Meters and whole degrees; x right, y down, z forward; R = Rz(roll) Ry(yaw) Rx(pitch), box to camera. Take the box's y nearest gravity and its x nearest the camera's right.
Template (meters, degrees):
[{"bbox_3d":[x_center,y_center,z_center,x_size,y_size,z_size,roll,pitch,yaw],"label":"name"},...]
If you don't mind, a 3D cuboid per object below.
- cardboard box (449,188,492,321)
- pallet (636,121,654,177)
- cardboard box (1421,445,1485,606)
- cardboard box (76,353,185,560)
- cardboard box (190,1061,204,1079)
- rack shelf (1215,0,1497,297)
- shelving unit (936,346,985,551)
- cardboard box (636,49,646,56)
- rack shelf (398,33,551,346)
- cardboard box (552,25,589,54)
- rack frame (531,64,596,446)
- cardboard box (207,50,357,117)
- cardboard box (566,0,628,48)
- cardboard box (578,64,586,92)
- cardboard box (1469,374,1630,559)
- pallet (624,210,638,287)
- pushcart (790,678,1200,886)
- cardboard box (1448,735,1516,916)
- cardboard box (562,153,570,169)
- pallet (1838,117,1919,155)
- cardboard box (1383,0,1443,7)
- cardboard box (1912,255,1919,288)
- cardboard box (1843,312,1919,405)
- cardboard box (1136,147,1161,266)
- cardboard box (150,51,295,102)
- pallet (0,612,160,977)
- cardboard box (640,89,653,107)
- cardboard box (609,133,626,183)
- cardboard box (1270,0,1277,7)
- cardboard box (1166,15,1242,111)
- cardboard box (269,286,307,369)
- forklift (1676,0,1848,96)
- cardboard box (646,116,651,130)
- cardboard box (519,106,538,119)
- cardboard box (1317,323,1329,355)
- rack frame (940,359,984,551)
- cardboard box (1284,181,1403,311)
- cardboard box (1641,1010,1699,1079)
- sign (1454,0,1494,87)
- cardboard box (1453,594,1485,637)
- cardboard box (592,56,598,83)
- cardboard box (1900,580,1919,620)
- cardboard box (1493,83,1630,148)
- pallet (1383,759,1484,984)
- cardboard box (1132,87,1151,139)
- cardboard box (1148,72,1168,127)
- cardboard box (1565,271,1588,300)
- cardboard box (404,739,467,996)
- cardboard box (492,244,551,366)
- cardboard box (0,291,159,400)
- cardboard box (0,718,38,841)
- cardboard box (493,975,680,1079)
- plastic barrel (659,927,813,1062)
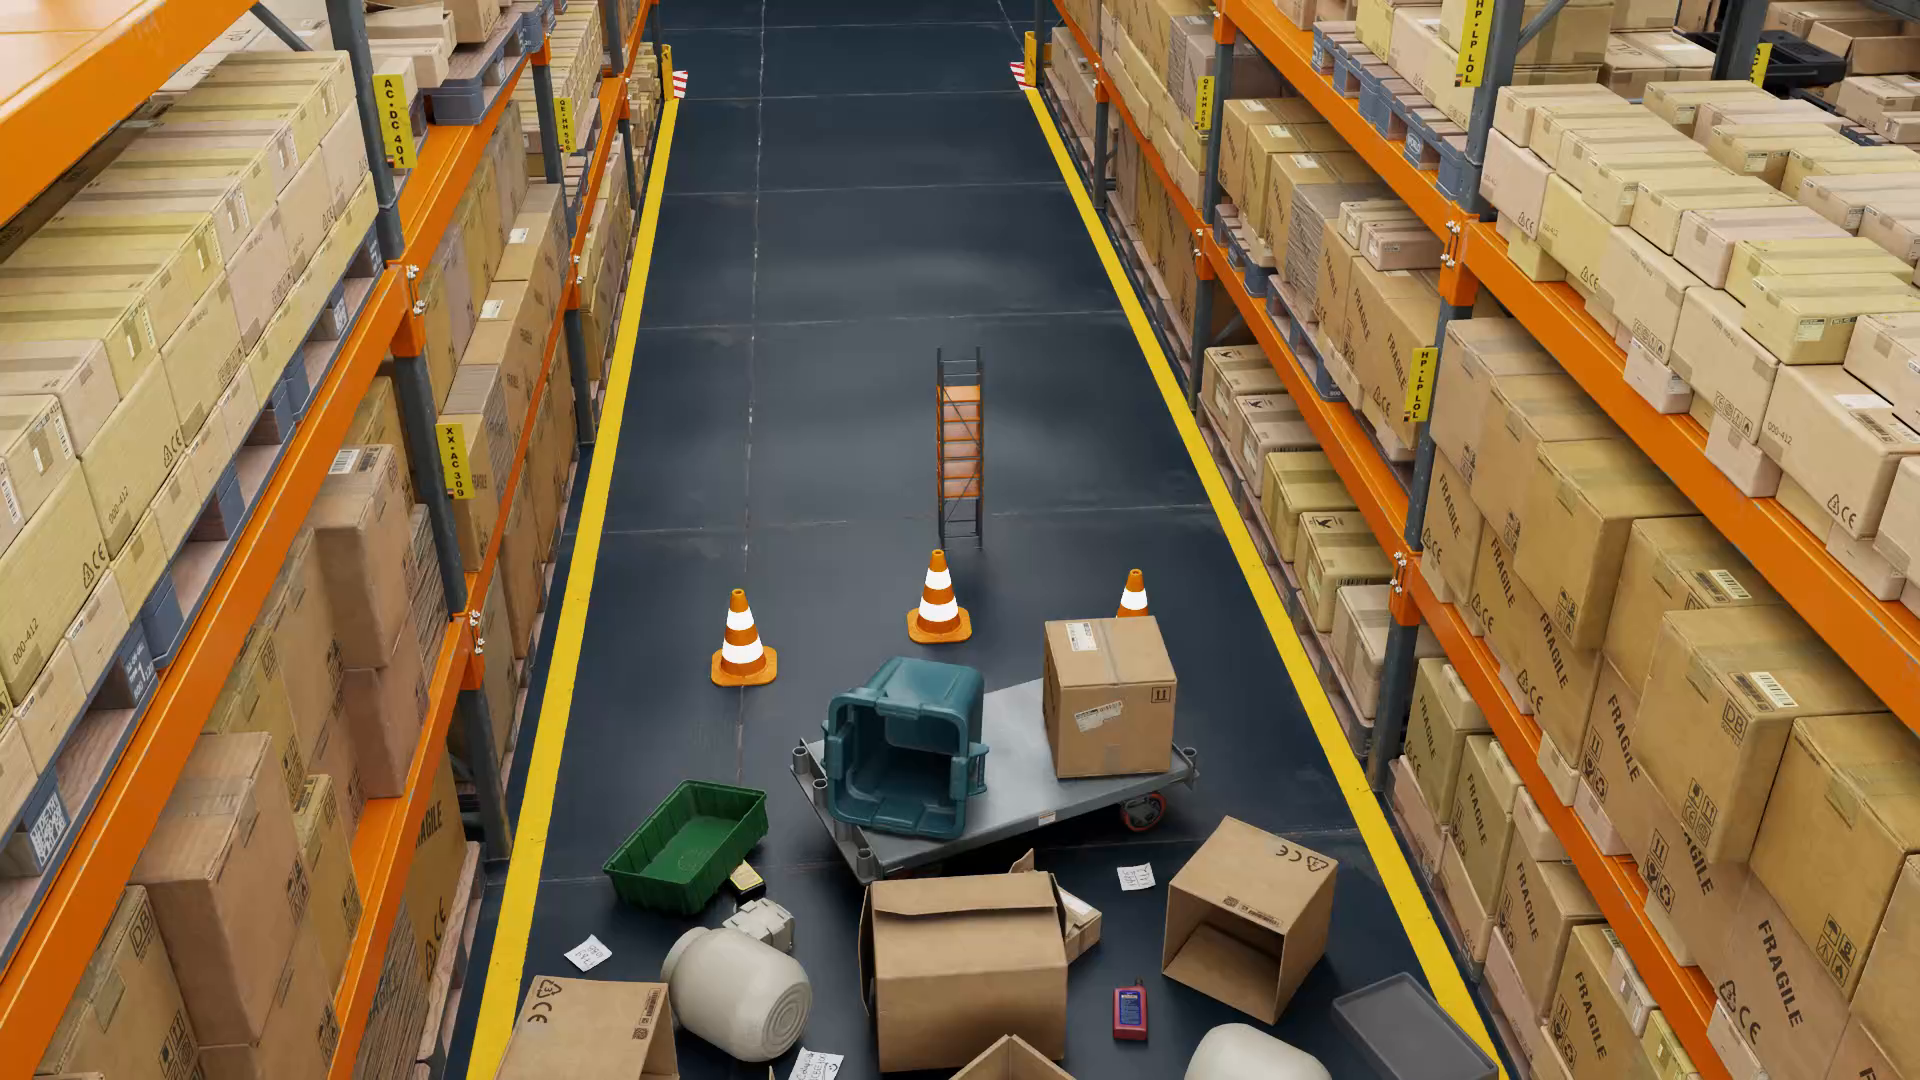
[{"bbox_3d":[-2.694,-1.374,8.052,0.700,0.500,0.500,-3,31,-5],"label":"cardboard box"},{"bbox_3d":[-3.461,-3.723,15.777,1.003,0.211,1.213,-3,31,-5],"label":"pallet"},{"bbox_3d":[2.184,-0.091,6.590,0.500,0.500,0.500,-3,31,-5],"label":"cardboard box"},{"bbox_3d":[-2.011,-0.177,3.546,0.500,0.250,0.500,-3,31,-5],"label":"cardboard box"},{"bbox_3d":[-2.278,1.641,3.932,0.875,0.550,0.550,-3,31,-5],"label":"cardboard box"},{"bbox_3d":[2.233,-2.159,8.216,1.077,0.370,4.000,-3,31,-5],"label":"rack shelf"},{"bbox_3d":[0.001,-0.508,9.430,0.258,1.200,0.189,-3,31,-5],"label":"shelving unit"},{"bbox_3d":[-3.352,-4.819,16.684,0.380,0.149,0.250,-2,31,-4],"label":"cardboard box"},{"bbox_3d":[-2.686,-1.870,7.732,1.077,0.370,4.000,-3,31,-5],"label":"rack shelf"},{"bbox_3d":[-2.942,-3.683,12.247,0.380,0.149,0.250,-3,31,-5],"label":"cardboard box"},{"bbox_3d":[-2.873,-1.912,10.026,1.000,3.000,0.127,-3,31,-5],"label":"rack frame"},{"bbox_3d":[-2.147,-1.444,5.278,0.380,0.149,0.250,-3,31,-5],"label":"cardboard box"},{"bbox_3d":[-3.042,-4.390,13.787,0.500,0.500,0.500,-3,31,-5],"label":"cardboard box"},{"bbox_3d":[-2.886,-3.288,11.875,0.380,0.149,0.250,-3,31,-4],"label":"cardboard box"},{"bbox_3d":[2.271,-0.262,5.901,0.700,0.500,0.500,-3,31,-4],"label":"cardboard box"},{"bbox_3d":[-3.172,-2.360,13.495,1.003,0.211,1.213,-3,31,-5],"label":"pallet"},{"bbox_3d":[0.155,1.102,7.538,1.648,0.377,0.936,-14,33,-22],"label":"pushcart"},{"bbox_3d":[2.268,1.107,6.513,0.500,0.500,0.500,-2,31,-3],"label":"cardboard box"},{"bbox_3d":[-2.764,-2.497,10.842,0.380,0.149,0.250,-1,31,-2],"label":"cardboard box"},{"bbox_3d":[6.855,-2.701,11.534,1.213,0.211,1.003,-3,31,-5],"label":"pallet"},{"bbox_3d":[2.122,-2.587,7.480,0.500,0.250,0.500,-2,31,-4],"label":"cardboard box"},{"bbox_3d":[2.907,-0.742,4.610,0.380,0.149,0.250,-2,31,-4],"label":"cardboard box"},{"bbox_3d":[2.454,-0.452,4.124,0.380,0.149,0.250,-4,31,-6],"label":"cardboard box"},{"bbox_3d":[1.902,-2.738,13.071,0.875,0.875,0.875,-2,31,-3],"label":"cardboard box"},{"bbox_3d":[-2.724,-1.669,6.334,0.500,0.250,0.500,-2,31,-4],"label":"cardboard box"},{"bbox_3d":[-2.205,0.544,3.075,1.003,0.211,1.213,-3,31,-5],"label":"pallet"},{"bbox_3d":[-3.175,-4.296,16.098,0.380,0.149,0.250,-2,31,-4],"label":"cardboard box"},{"bbox_3d":[-2.925,-3.015,13.170,0.500,0.250,0.500,-4,31,-6],"label":"cardboard box"},{"bbox_3d":[1.930,-3.132,9.274,0.396,0.266,0.258,-3,31,-5],"label":"cardboard box"},{"bbox_3d":[1.681,-3.186,11.087,0.500,0.500,0.500,-2,31,-4],"label":"cardboard box"},{"bbox_3d":[-2.051,-0.584,4.616,0.380,0.149,0.250,-2,31,-4],"label":"cardboard box"},{"bbox_3d":[4.469,-2.030,10.291,1.130,2.935,3.031,-3,31,-4],"label":"forklift"},{"bbox_3d":[-3.172,-4.035,15.952,0.380,0.149,0.250,-2,31,-4],"label":"cardboard box"},{"bbox_3d":[-2.751,-2.622,10.471,0.380,0.149,0.250,-4,31,-6],"label":"cardboard box"},{"bbox_3d":[2.016,-1.002,8.338,0.380,0.149,0.250,-3,31,-5],"label":"cardboard box"},{"bbox_3d":[0.010,-0.461,9.352,0.240,1.200,0.006,-3,31,-5],"label":"rack frame"},{"bbox_3d":[2.009,-1.519,8.571,0.500,0.500,0.500,-4,31,-6],"label":"cardboard box"},{"bbox_3d":[2.338,1.574,5.098,0.380,0.149,0.250,-2,31,-4],"label":"cardboard box"},{"bbox_3d":[1.868,-1.809,6.040,0.100,0.325,0.005,-3,31,-5],"label":"sign"},{"bbox_3d":[2.205,0.252,6.648,0.380,0.149,0.250,-2,31,-3],"label":"cardboard box"},{"bbox_3d":[-2.966,-3.573,12.643,0.380,0.149,0.250,-3,31,-5],"label":"cardboard box"},{"bbox_3d":[2.478,0.140,3.911,0.380,0.149,0.250,-3,31,-4],"label":"cardboard box"},{"bbox_3d":[2.125,-1.504,5.886,0.380,0.149,0.250,-3,31,-5],"label":"cardboard box"},{"bbox_3d":[2.518,1.380,7.235,1.003,0.211,1.213,-3,31,-5],"label":"pallet"},{"bbox_3d":[1.570,-3.159,12.260,0.500,0.250,0.500,-3,31,-5],"label":"cardboard box"},{"bbox_3d":[1.628,-3.108,11.688,0.500,0.250,0.500,-4,31,-6],"label":"cardboard box"},{"bbox_3d":[2.307,-0.910,5.669,0.380,0.149,0.250,-3,31,-5],"label":"cardboard box"},{"bbox_3d":[-2.510,1.187,6.501,0.875,0.875,0.875,-2,31,-4],"label":"cardboard box"},{"bbox_3d":[-2.471,-1.228,8.783,0.500,0.500,0.500,-3,31,-5],"label":"cardboard box"},{"bbox_3d":[-1.957,-0.408,3.543,0.380,0.149,0.250,-3,31,-5],"label":"cardboard box"},{"bbox_3d":[-1.863,0.449,2.887,0.380,0.149,0.250,-2,31,-4],"label":"cardboard box"},{"bbox_3d":[-1.332,1.946,6.003,0.500,0.500,0.500,2,31,4],"label":"cardboard box"},{"bbox_3d":[-0.866,1.742,6.421,0.512,0.421,0.421,20,36,29],"label":"plastic barrel"}]
